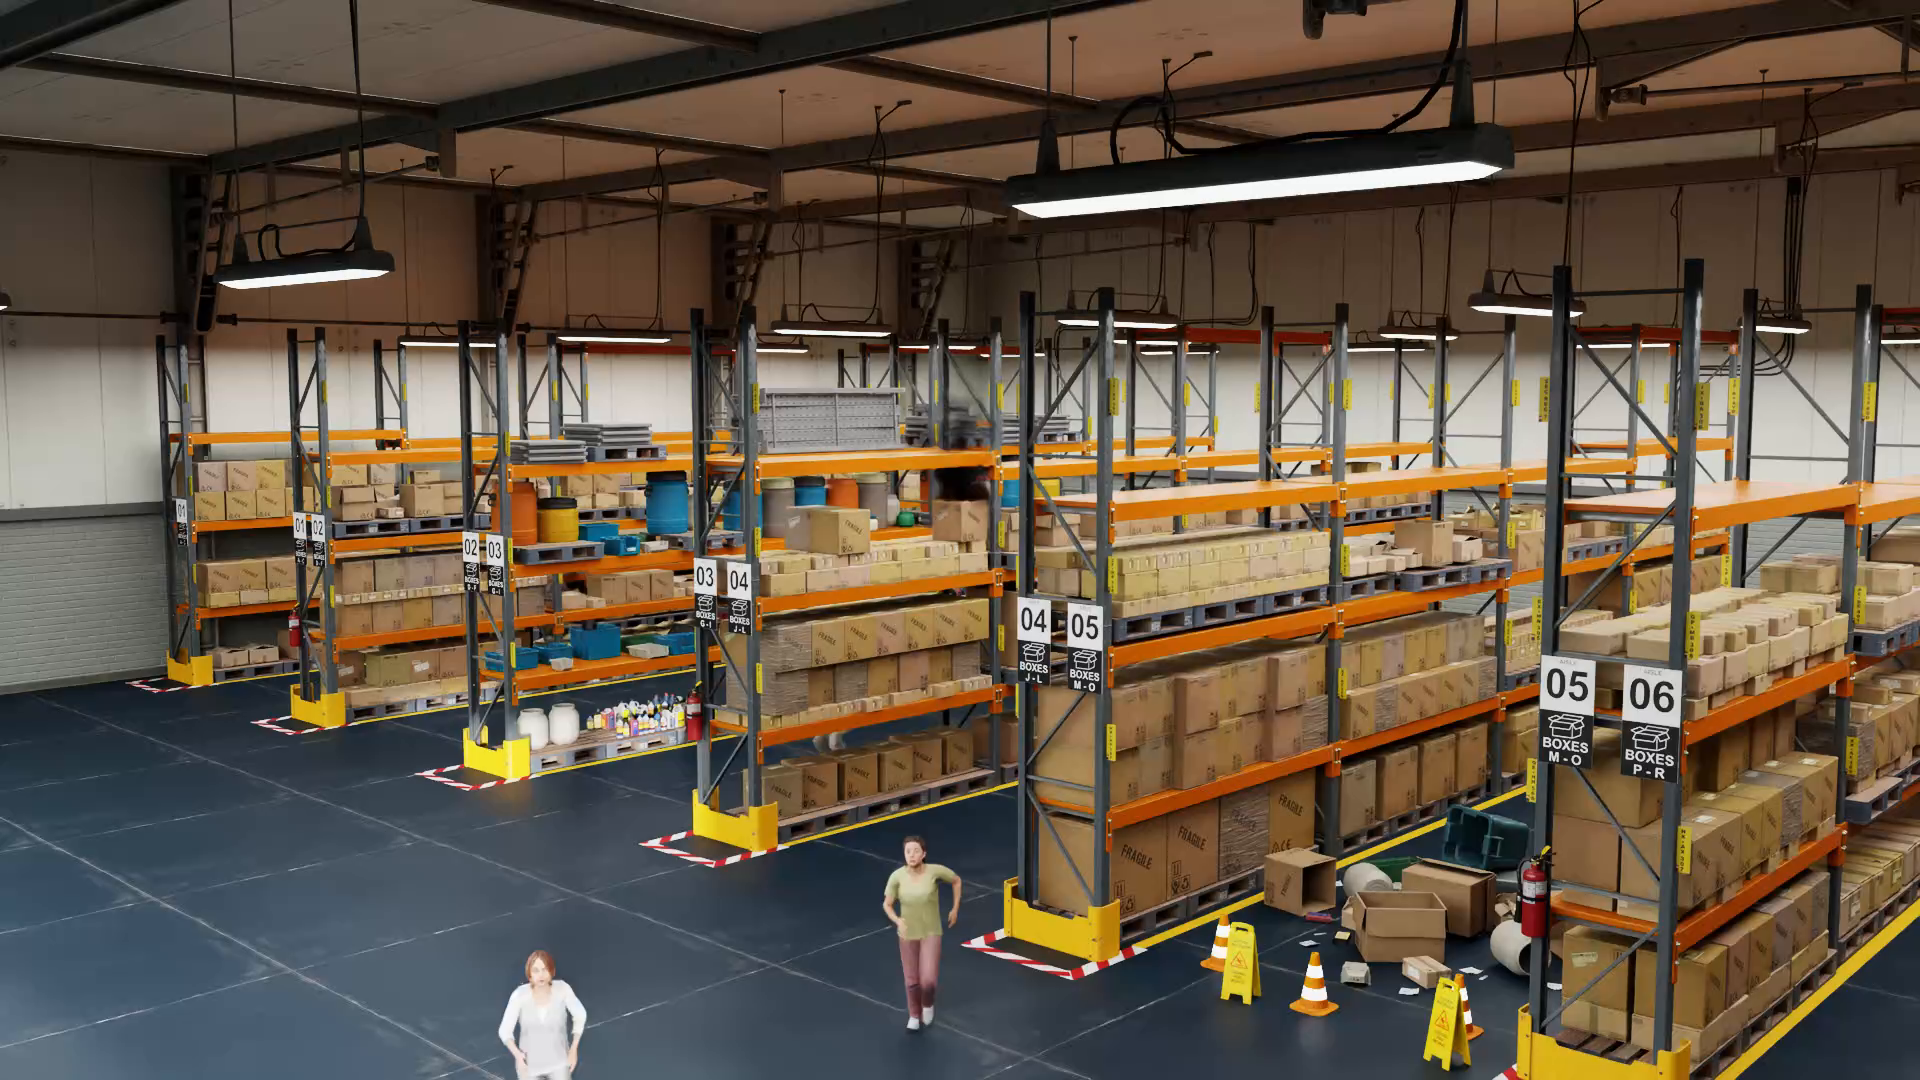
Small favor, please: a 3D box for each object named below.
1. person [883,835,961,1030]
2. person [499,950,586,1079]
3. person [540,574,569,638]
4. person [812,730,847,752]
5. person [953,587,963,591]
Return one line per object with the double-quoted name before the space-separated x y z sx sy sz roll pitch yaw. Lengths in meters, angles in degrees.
"person" -0.306 3.119 13.099 0.596 1.622 0.716 1 5 6
"person" -2.664 3.389 10.620 0.540 1.557 0.520 -1 5 -11
"person" -7.561 1.402 30.963 0.710 1.751 0.782 3 6 30
"person" -1.669 2.265 21.655 0.714 1.736 0.616 3 6 30
"person" 0.136 1.241 33.171 0.554 1.697 0.759 4 7 36
